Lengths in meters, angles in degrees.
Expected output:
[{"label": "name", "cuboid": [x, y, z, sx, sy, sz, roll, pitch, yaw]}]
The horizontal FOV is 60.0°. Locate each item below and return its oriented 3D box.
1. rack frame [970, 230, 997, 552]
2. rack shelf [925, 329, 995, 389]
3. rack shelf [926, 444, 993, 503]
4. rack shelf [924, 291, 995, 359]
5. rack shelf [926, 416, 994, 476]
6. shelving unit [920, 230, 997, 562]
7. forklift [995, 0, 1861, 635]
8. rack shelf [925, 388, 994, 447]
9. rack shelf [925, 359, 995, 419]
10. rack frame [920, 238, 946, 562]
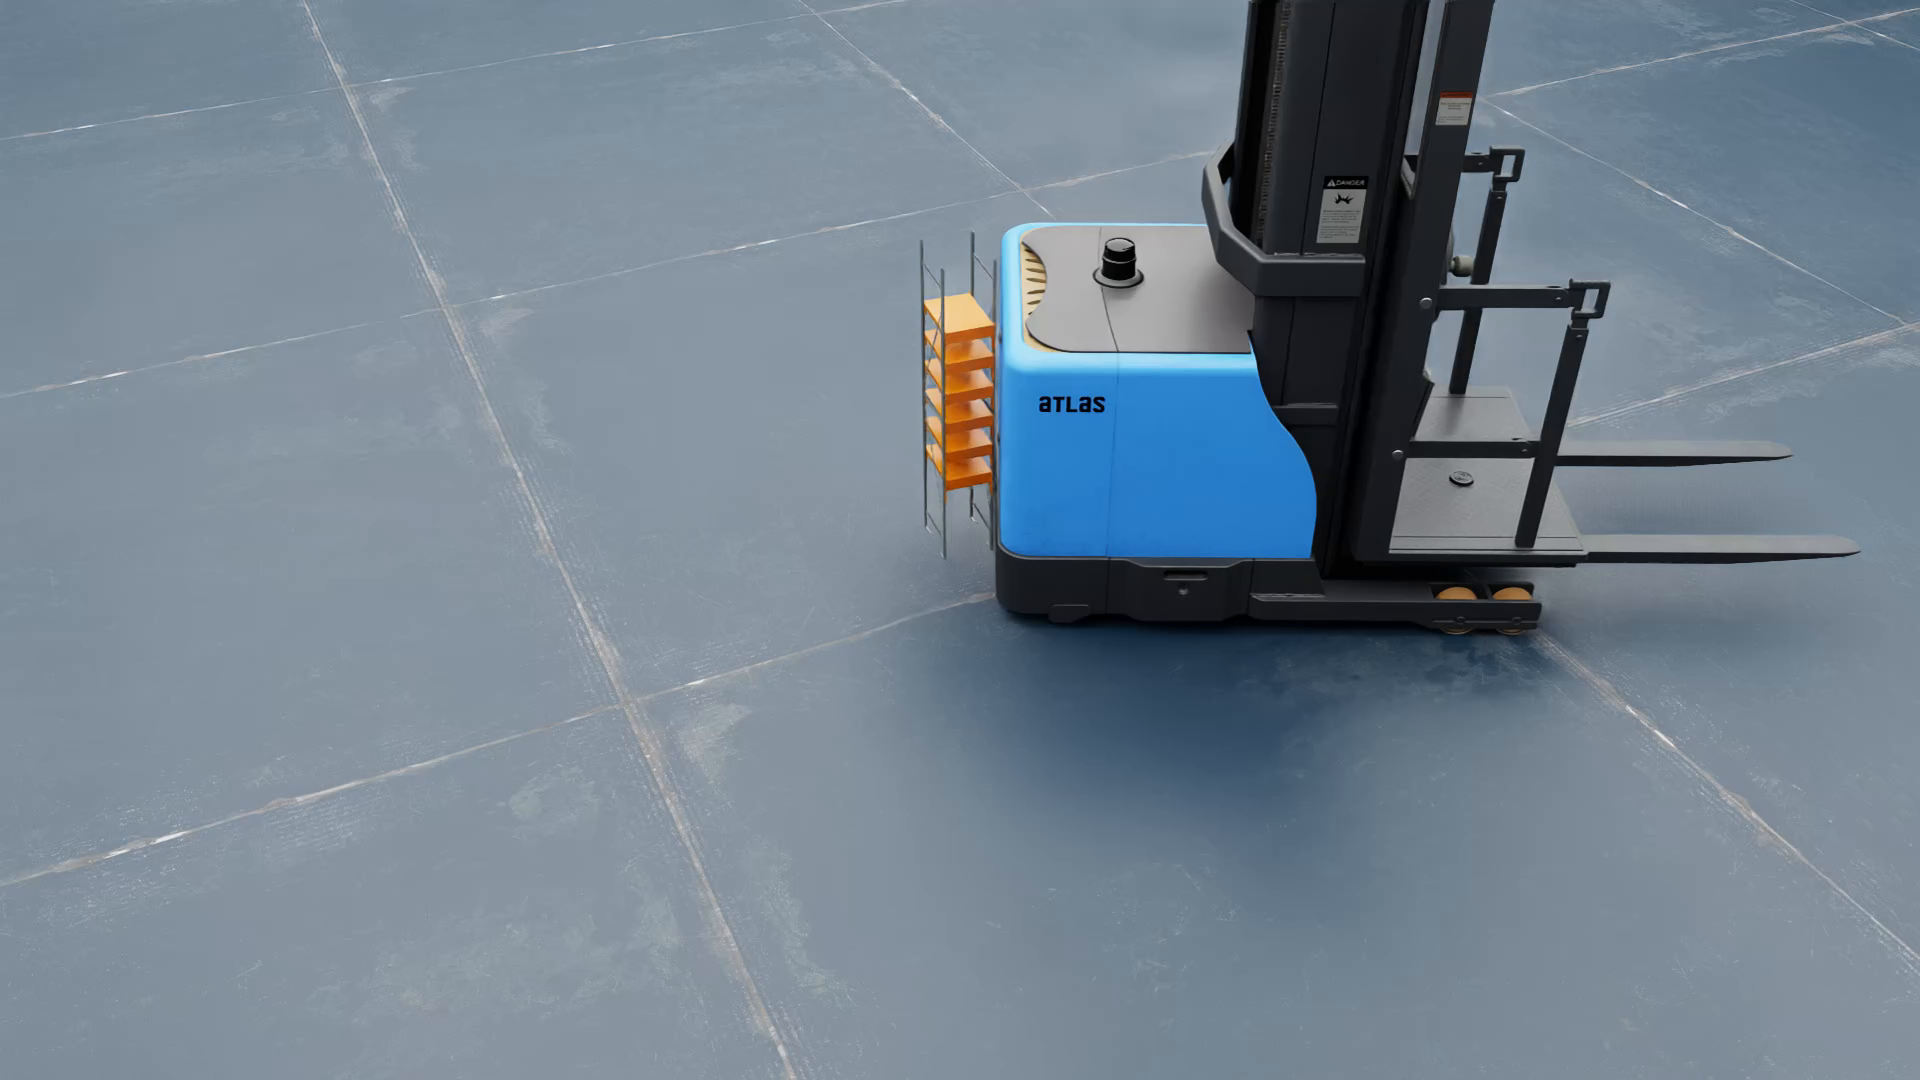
[{"label": "rack frame", "cuboid": [0.079, -0.506, 5.925, 0.006, 1.200, 0.240, -12, 38, -16]}, {"label": "rack shelf", "cuboid": [-0.007, -0.645, 5.784, 0.180, 0.103, 0.258, -12, 38, -16]}, {"label": "rack shelf", "cuboid": [-0.007, -0.260, 6.070, 0.180, 0.103, 0.258, -12, 38, -16]}, {"label": "rack shelf", "cuboid": [-0.007, -0.742, 5.713, 0.180, 0.103, 0.258, -12, 38, -16]}, {"label": "rack shelf", "cuboid": [-0.007, -0.356, 5.999, 0.180, 0.103, 0.258, -12, 38, -16]}, {"label": "shelving unit", "cuboid": [-0.007, -0.488, 5.901, 0.189, 1.200, 0.258, -12, 38, -16]}, {"label": "forklift", "cuboid": [1.647, -1.167, 5.363, 3.031, 2.935, 1.130, 0, 37, 0]}, {"label": "rack shelf", "cuboid": [-0.007, -0.452, 5.927, 0.180, 0.103, 0.258, -12, 38, -16]}, {"label": "rack shelf", "cuboid": [-0.007, -0.549, 5.856, 0.180, 0.103, 0.258, -12, 38, -16]}, {"label": "rack frame", "cuboid": [-0.093, -0.470, 5.876, 0.006, 1.200, 0.240, -12, 38, -16]}]
